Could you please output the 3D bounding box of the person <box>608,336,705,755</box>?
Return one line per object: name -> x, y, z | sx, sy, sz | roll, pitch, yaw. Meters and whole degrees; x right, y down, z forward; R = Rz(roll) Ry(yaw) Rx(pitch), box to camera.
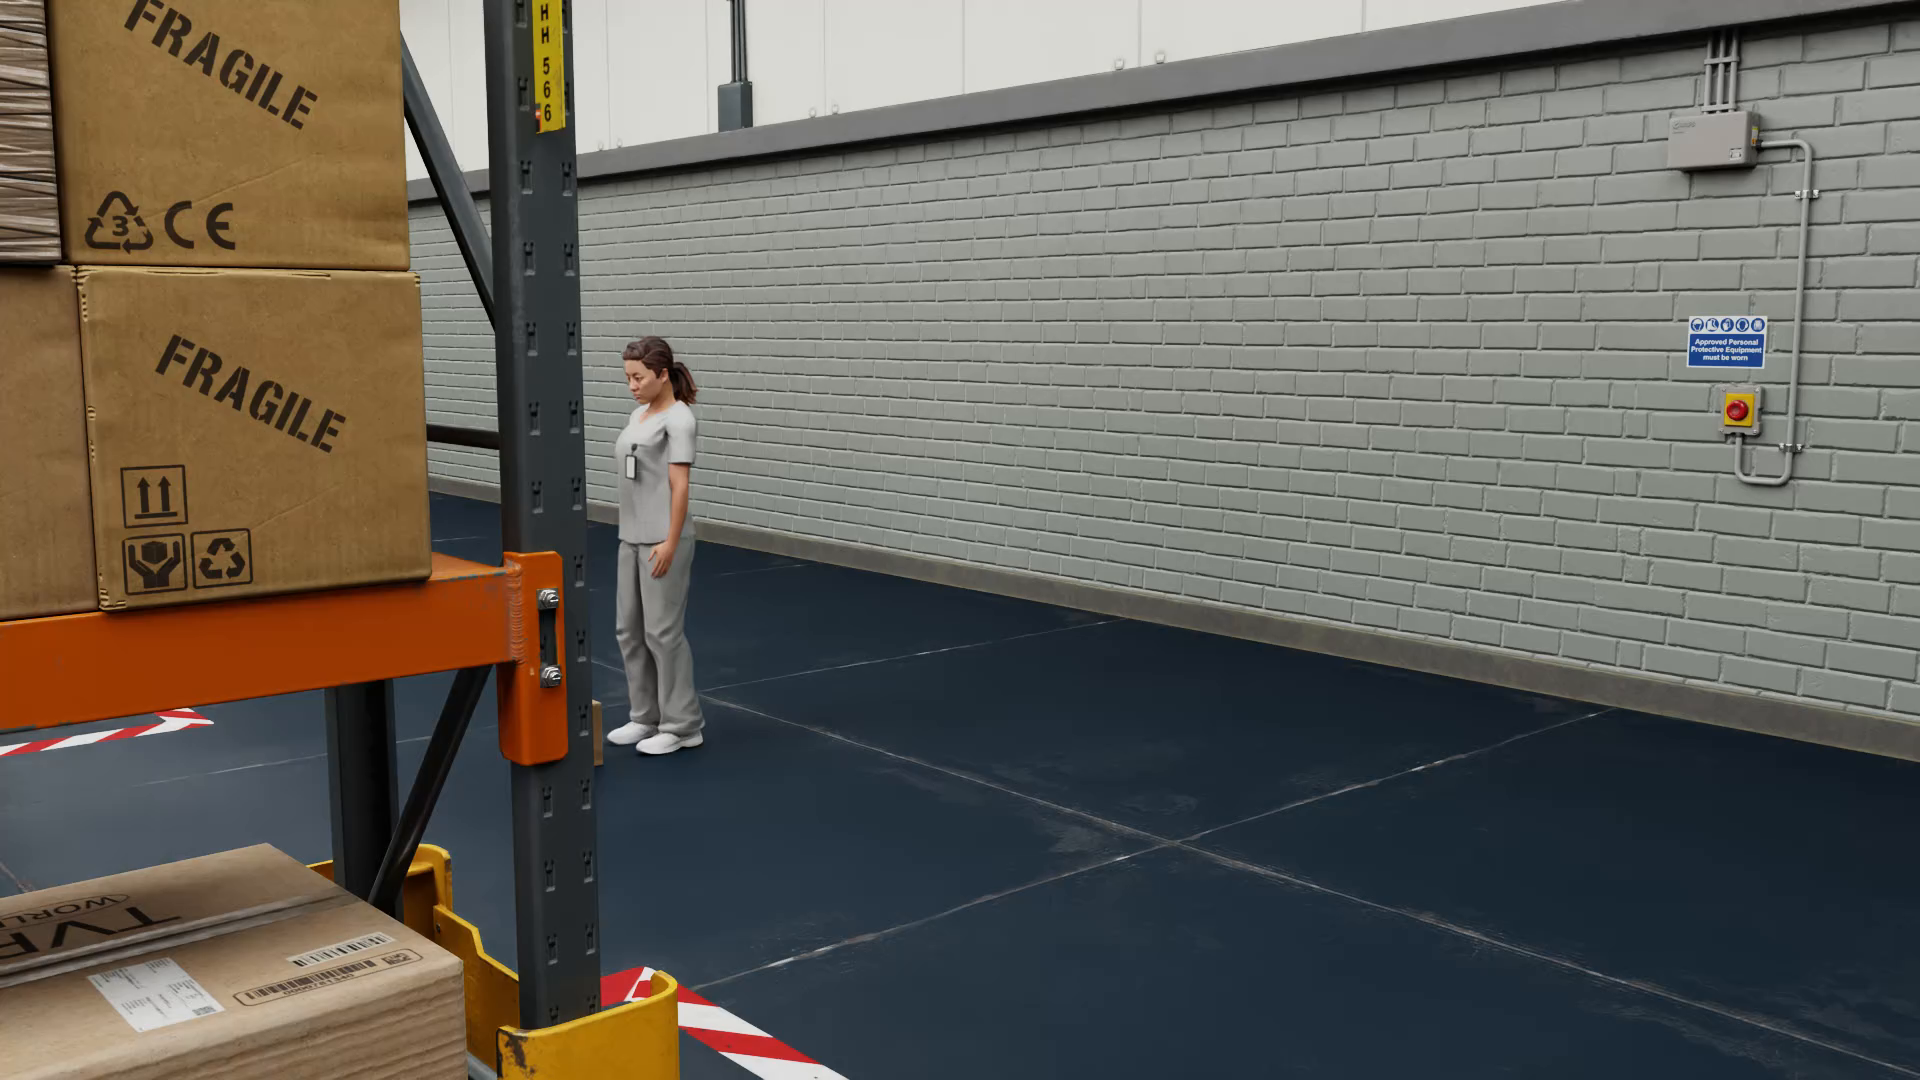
person -> -1.210, 0.017, 6.711 | 0.362, 1.669, 0.443 | -6, 10, -40
